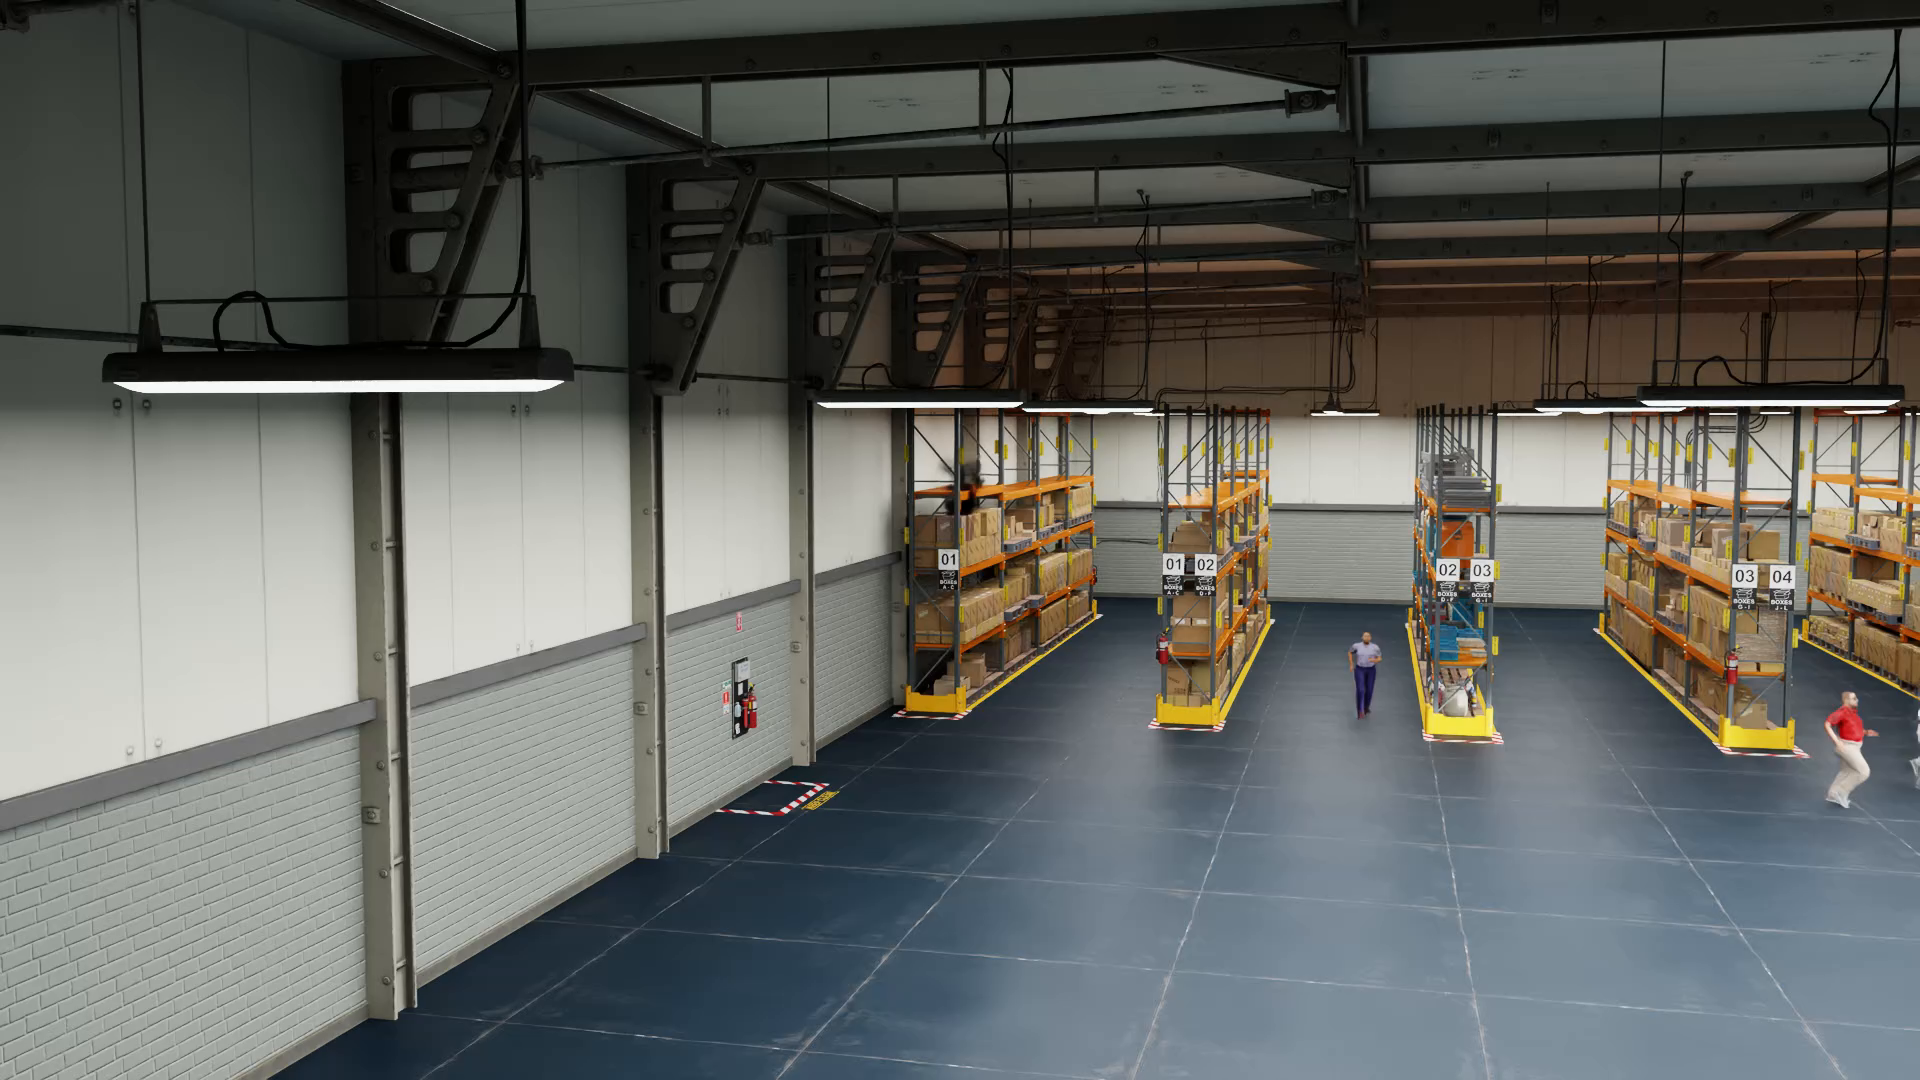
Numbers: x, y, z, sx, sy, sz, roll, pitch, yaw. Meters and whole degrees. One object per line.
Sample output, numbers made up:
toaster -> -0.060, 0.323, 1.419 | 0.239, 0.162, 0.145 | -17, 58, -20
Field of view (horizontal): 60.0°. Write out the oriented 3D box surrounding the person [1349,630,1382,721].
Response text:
person -> 7.769, 2.583, 31.873 | 0.581, 1.712, 0.754 | 0, 4, 3

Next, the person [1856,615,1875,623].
person -> 23.943, 1.723, 43.947 | 0.590, 1.647, 0.604 | -1, 4, -10

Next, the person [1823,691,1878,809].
person -> 13.120, 3.091, 24.460 | 0.675, 1.717, 0.645 | 4, 5, 41

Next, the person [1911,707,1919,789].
person -> 14.969, 2.999, 25.576 | 0.681, 1.749, 0.668 | -3, 5, -34
